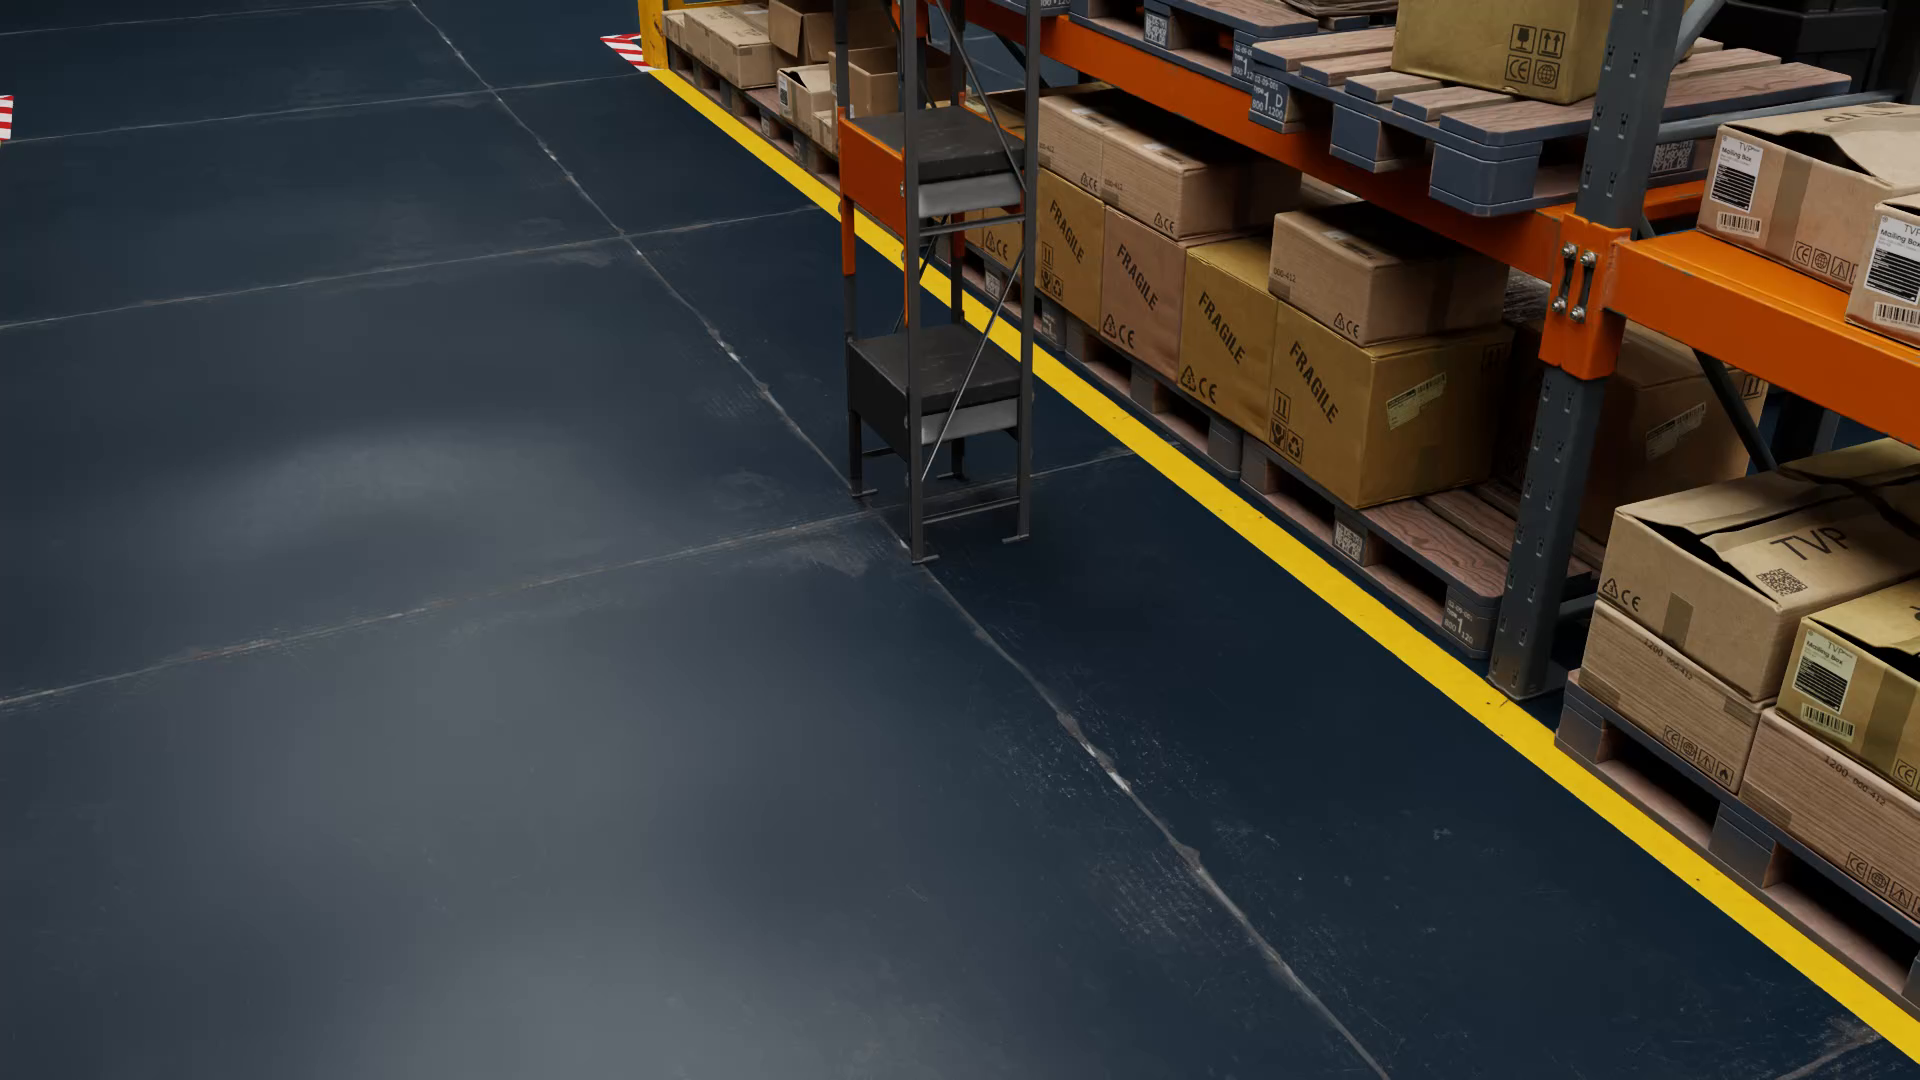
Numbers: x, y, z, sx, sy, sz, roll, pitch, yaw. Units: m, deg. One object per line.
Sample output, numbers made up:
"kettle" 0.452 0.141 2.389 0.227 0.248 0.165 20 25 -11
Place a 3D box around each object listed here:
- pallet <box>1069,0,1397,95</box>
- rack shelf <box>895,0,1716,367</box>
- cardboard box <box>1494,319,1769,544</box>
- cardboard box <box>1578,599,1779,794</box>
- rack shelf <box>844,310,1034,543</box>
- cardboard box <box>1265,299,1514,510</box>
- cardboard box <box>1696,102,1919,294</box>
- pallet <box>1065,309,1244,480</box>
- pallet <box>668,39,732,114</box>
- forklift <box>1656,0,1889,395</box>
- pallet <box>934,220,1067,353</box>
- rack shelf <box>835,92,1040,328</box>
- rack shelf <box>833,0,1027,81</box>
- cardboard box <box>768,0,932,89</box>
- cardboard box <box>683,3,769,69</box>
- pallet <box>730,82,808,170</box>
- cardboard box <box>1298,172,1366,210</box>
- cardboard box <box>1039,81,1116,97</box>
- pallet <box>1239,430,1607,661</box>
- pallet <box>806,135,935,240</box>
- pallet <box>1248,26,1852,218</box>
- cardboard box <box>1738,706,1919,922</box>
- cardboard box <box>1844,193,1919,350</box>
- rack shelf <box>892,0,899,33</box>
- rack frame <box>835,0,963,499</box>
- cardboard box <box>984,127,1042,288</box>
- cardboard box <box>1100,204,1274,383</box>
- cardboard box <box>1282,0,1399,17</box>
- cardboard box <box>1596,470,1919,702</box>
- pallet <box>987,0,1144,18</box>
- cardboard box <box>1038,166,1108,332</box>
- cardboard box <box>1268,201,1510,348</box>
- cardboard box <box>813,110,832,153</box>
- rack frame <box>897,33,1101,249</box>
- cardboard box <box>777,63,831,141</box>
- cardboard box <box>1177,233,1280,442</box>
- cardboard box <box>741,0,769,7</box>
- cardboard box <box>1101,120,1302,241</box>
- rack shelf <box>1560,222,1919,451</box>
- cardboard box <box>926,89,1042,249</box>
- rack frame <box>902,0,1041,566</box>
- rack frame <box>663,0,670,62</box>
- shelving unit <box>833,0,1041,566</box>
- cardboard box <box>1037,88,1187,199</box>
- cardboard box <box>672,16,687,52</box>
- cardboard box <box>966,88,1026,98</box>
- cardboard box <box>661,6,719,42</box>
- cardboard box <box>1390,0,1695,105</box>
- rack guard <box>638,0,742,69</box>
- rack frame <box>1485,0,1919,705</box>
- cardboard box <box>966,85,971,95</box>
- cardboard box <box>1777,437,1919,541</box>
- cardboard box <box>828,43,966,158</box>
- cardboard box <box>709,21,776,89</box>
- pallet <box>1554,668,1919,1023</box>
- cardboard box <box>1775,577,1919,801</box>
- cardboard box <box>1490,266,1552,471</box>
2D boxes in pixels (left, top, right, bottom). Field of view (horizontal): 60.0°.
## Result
"pallet" 1.079 -1.773 5.541 1.003 0.211 1.213 -13 32 -22
"rack shelf" 1.060 -1.568 5.715 1.077 0.370 4.000 -13 32 -22
"cardboard box" 1.981 -0.361 4.933 0.500 0.500 0.500 -12 31 -20
"cardboard box" 1.878 0.311 4.011 0.500 0.250 0.500 -13 32 -22
"rack shelf" -0.071 -0.367 5.216 0.431 0.518 0.480 -13 32 -22
"cardboard box" 1.305 -0.464 5.117 0.500 0.500 0.500 -12 31 -20
"cardboard box" 2.035 -0.790 3.683 0.500 0.311 0.500 -11 31 -19
"pallet" 1.112 -0.658 6.208 1.003 0.211 1.213 -13 32 -22
"pallet" -1.140 -2.931 10.261 1.003 0.211 1.213 -13 32 -22
"forklift" 3.362 -2.073 5.951 3.031 2.935 1.130 -7 30 -12
"pallet" 0.585 -1.198 7.171 1.003 0.211 1.213 -13 32 -22
"rack shelf" -0.071 -0.977 4.874 0.431 0.518 0.480 -13 32 -22
"rack shelf" -0.071 -1.588 4.531 0.431 0.518 0.480 -13 32 -22
"cardboard box" -0.610 -2.697 9.096 0.797 0.503 0.637 -13 32 -22
"cardboard box" -1.324 -3.004 9.903 0.500 0.250 0.500 -13 32 -22
"pallet" -0.620 -2.392 9.301 1.003 0.211 1.213 -13 32 -22
"cardboard box" 1.312 -1.043 6.150 0.500 0.500 0.500 -14 32 -24
"cardboard box" 0.672 -1.709 7.337 0.500 0.500 0.500 -13 32 -22
"pallet" 1.632 -0.120 5.248 1.003 0.211 1.213 -13 32 -22
"pallet" -0.093 -1.853 8.338 1.003 0.211 1.213 -13 32 -22
"pallet" 1.564 -1.200 4.519 1.213 0.211 1.003 -13 32 -22
"cardboard box" 2.095 0.532 3.616 0.500 0.250 0.500 -14 32 -23
"cardboard box" 2.127 -0.524 3.209 0.500 0.311 0.500 -13 32 -23
"rack shelf" -0.657 -3.335 8.867 1.077 0.370 4.000 -13 32 -22
"rack frame" -0.176 -1.097 5.059 0.400 2.100 0.015 -13 32 -22
"cardboard box" 0.428 -1.369 6.730 0.500 0.500 0.500 -13 32 -21
"cardboard box" 0.852 -0.923 5.936 0.500 0.500 0.500 -14 32 -24
"cardboard box" 1.326 -1.924 5.083 0.700 0.500 0.500 -7 30 -13
"cardboard box" 1.878 0.066 3.874 0.500 0.311 0.500 -12 31 -20
"pallet" 0.446 -2.306 6.492 1.003 0.211 1.213 -13 32 -22
"cardboard box" 0.636 -1.147 6.334 0.500 0.500 0.500 -13 32 -21
"cardboard box" 1.277 -0.815 4.976 0.500 0.250 0.500 -12 31 -20
"cardboard box" -0.515 -2.059 8.320 0.380 0.149 0.250 -13 32 -22
"rack frame" 0.201 -2.766 7.115 1.000 3.000 0.127 -13 32 -22
"cardboard box" -0.622 -2.308 8.599 0.500 0.311 0.500 -13 32 -22
"cardboard box" 1.083 -0.693 5.524 0.500 0.500 0.500 -14 32 -24
"cardboard box" -1.060 -3.446 10.434 0.500 0.500 0.500 -13 32 -22
"cardboard box" 0.834 -1.266 5.780 0.500 0.250 0.500 -14 32 -23
"rack shelf" 2.777 0.199 2.564 1.077 0.370 4.000 -13 32 -22
"cardboard box" 0.189 -1.602 7.147 0.500 0.500 0.500 -15 32 -24
"rack frame" 0.034 -0.881 4.675 0.400 2.100 0.015 -13 32 -22
"rack frame" -1.516 -4.532 10.266 1.000 3.000 0.127 -13 32 -22
"shelving unit" -0.071 -0.989 4.867 0.431 2.100 0.503 -13 32 -22
"cardboard box" 0.618 -1.488 6.175 0.500 0.250 0.500 -13 32 -22
"cardboard box" -1.539 -3.121 10.196 0.380 0.166 0.250 -13 32 -22
"cardboard box" 0.216 -2.016 8.077 0.500 0.311 0.500 -13 32 -22
"cardboard box" -1.647 -3.224 10.397 0.380 0.149 0.250 -13 32 -22
"cardboard box" 1.546 -1.480 4.291 0.700 0.500 0.500 -26 38 -38
"rack guard" -1.483 -3.409 10.818 1.175 0.500 0.348 -13 32 -22
"rack frame" 1.918 -0.999 3.964 1.000 3.000 0.127 -13 32 -22
"cardboard box" -0.164 -2.332 8.790 0.380 0.166 0.250 -13 32 -22
"cardboard box" 2.366 -0.047 4.076 0.500 0.311 0.500 -12 32 -21
"cardboard box" -0.300 -2.059 7.961 0.500 0.500 0.500 -13 32 -22
"cardboard box" -1.110 -2.784 9.509 0.500 0.250 0.500 -13 32 -22
"pallet" 2.237 0.589 3.983 1.003 0.211 1.213 -13 32 -22
"cardboard box" 2.111 0.296 3.463 0.500 0.311 0.500 -14 32 -23
"cardboard box" 1.751 -0.591 5.344 0.500 0.500 0.500 -14 32 -24
